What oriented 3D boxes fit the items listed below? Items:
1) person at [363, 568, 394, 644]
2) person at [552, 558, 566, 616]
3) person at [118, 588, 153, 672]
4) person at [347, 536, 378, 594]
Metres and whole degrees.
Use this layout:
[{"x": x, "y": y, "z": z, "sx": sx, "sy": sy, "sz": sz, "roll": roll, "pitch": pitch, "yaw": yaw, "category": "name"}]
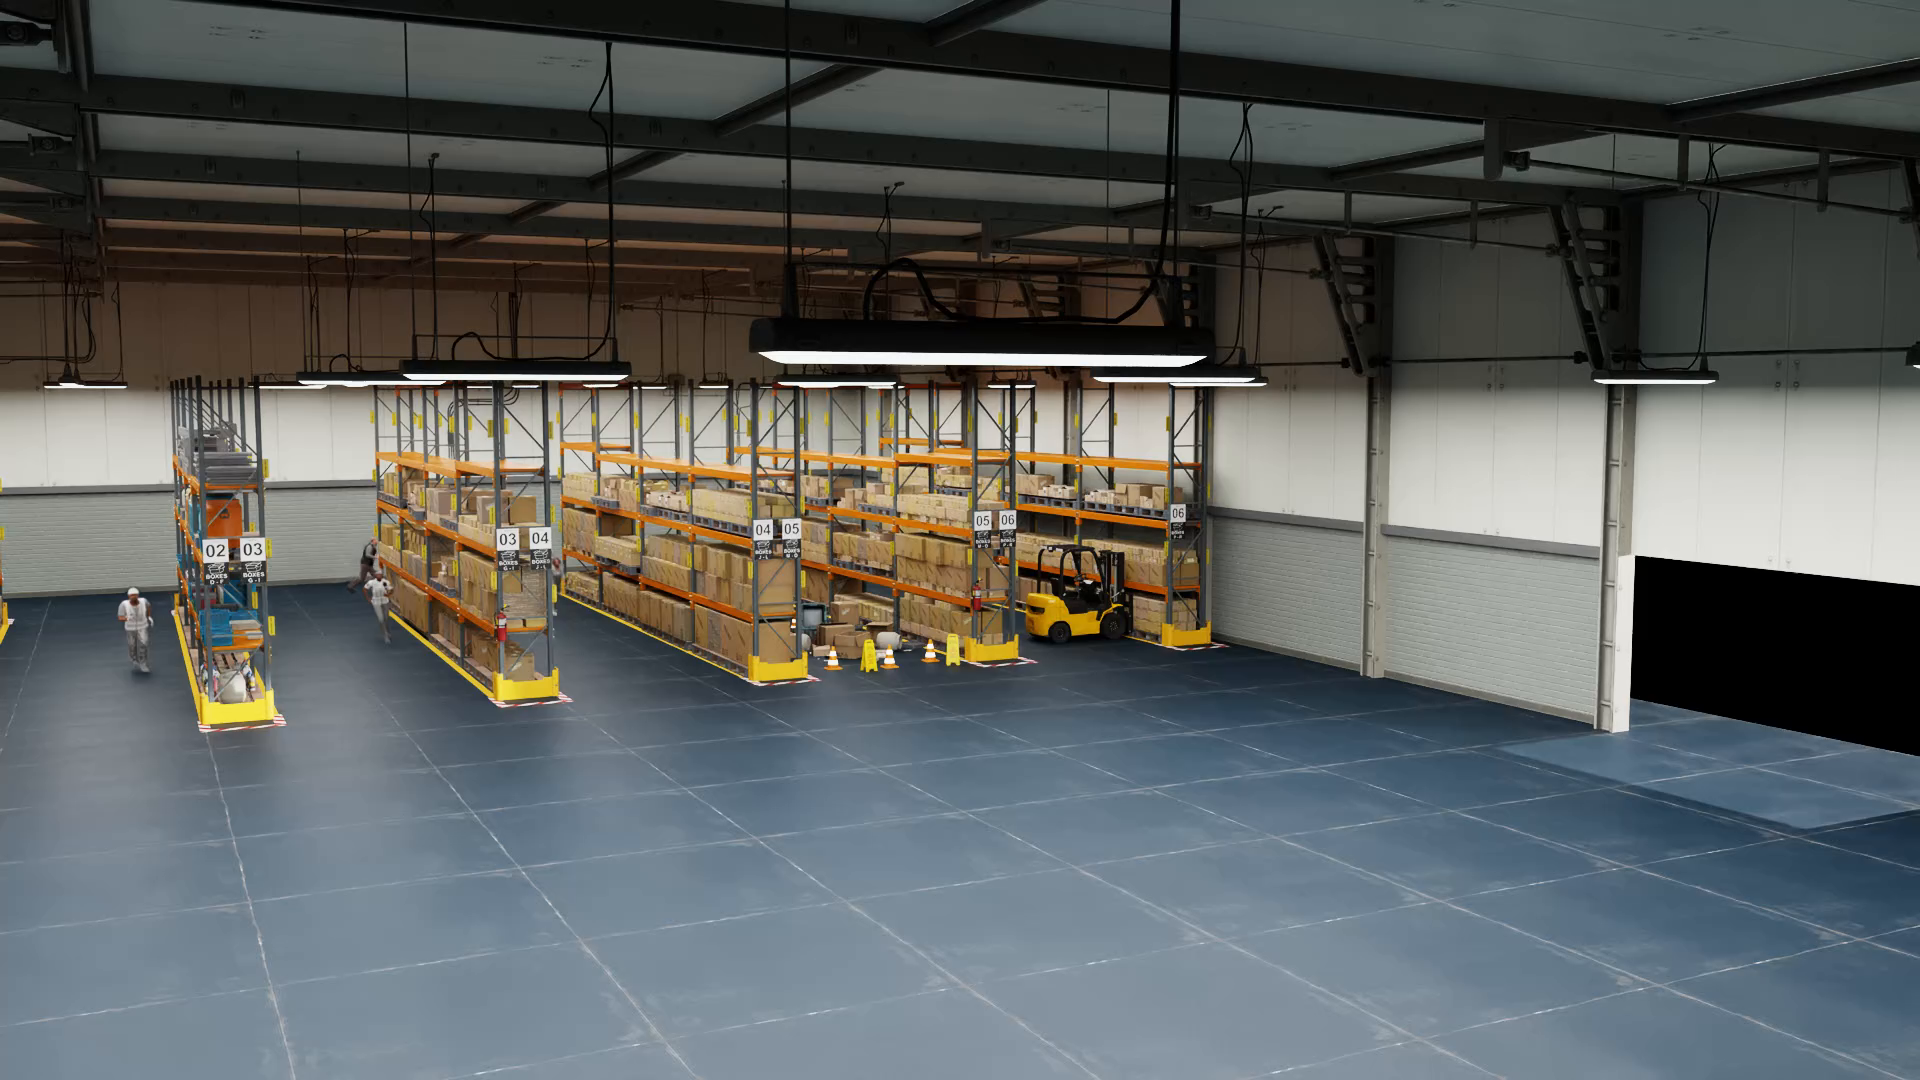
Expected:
[{"x": -13.311, "y": 1.493, "z": 38.141, "sx": 0.650, "sy": 1.724, "sz": 0.831, "roll": -3, "pitch": 6, "yaw": -29, "category": "person"}, {"x": -10.405, "y": 1.184, "z": 42.659, "sx": 0.789, "sy": 1.514, "sz": 0.568, "roll": 4, "pitch": 7, "yaw": 40, "category": "person"}, {"x": -16.839, "y": 1.816, "z": 33.995, "sx": 0.632, "sy": 1.725, "sz": 0.993, "roll": -2, "pitch": 6, "yaw": -26, "category": "person"}, {"x": -16.729, "y": 0.738, "z": 46.776, "sx": 1.036, "sy": 1.697, "sz": 0.699, "roll": -1, "pitch": 5, "yaw": -12, "category": "person"}]
